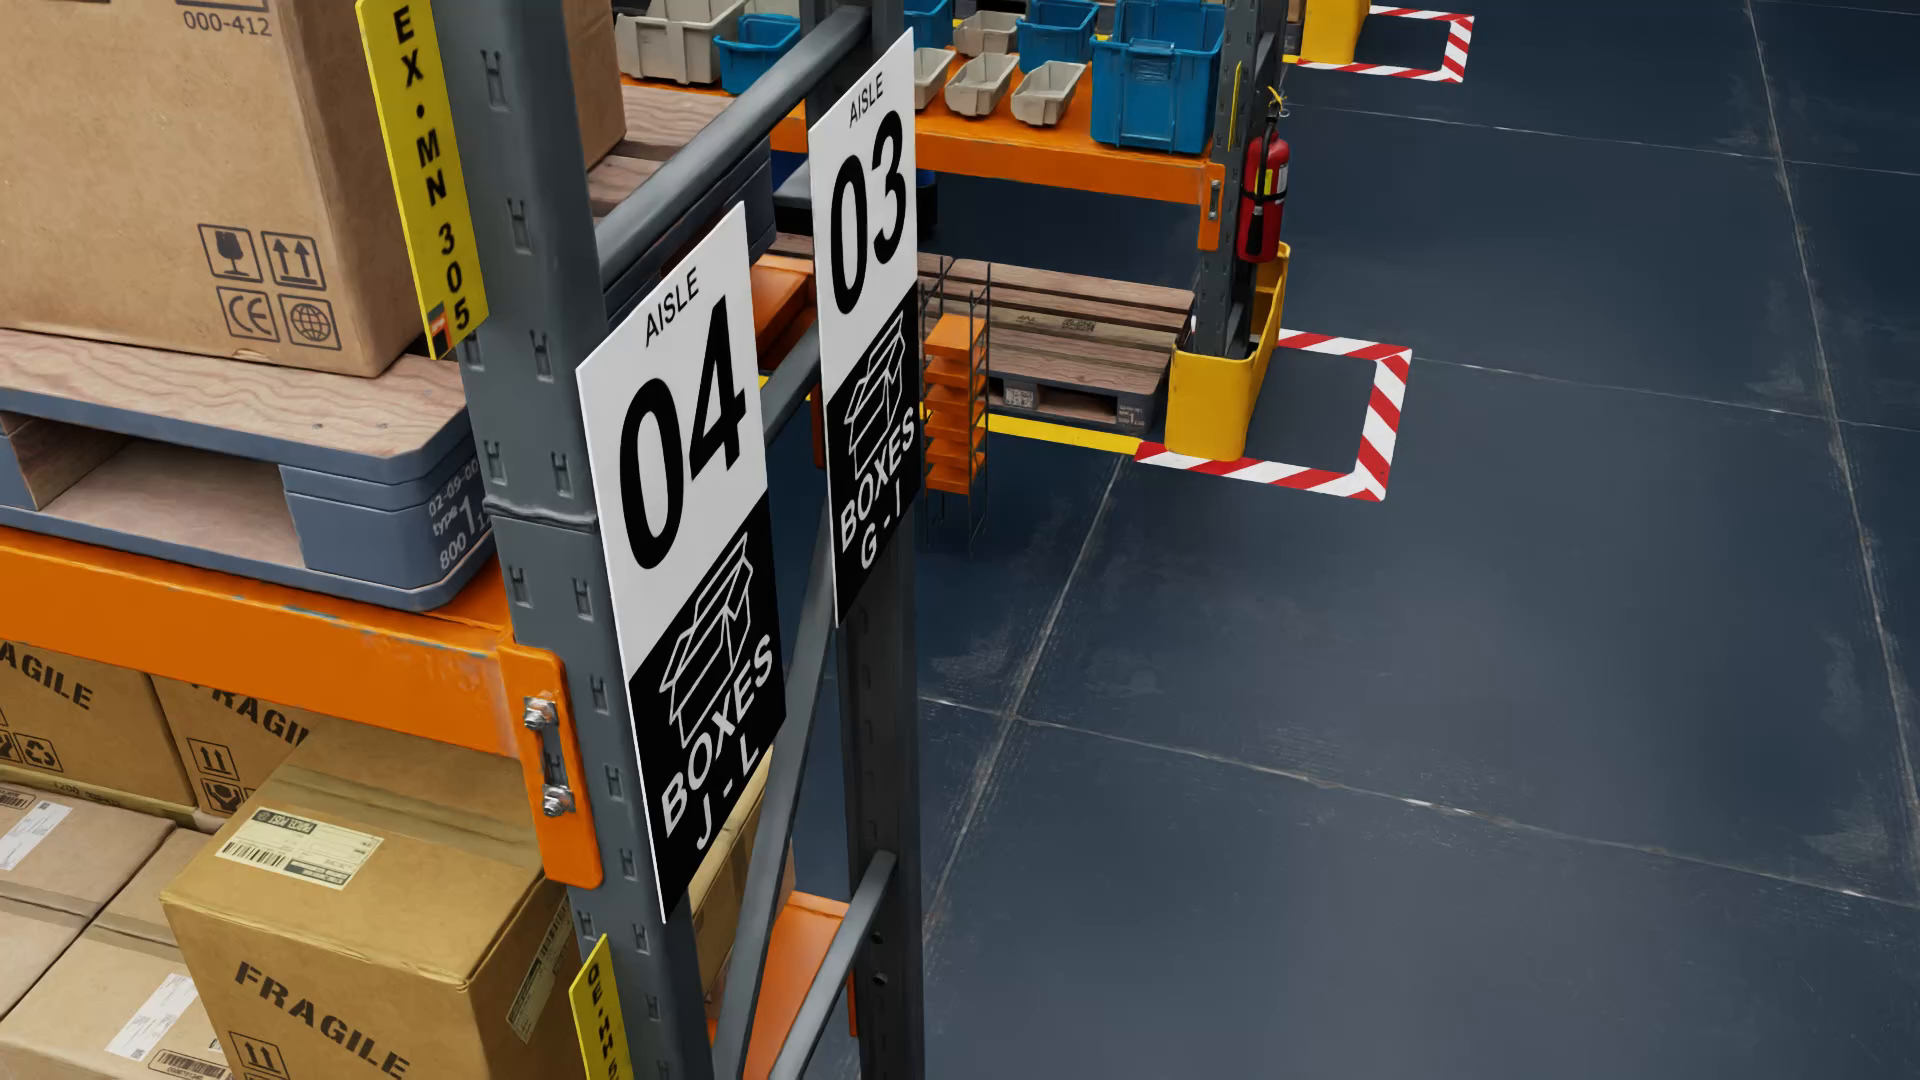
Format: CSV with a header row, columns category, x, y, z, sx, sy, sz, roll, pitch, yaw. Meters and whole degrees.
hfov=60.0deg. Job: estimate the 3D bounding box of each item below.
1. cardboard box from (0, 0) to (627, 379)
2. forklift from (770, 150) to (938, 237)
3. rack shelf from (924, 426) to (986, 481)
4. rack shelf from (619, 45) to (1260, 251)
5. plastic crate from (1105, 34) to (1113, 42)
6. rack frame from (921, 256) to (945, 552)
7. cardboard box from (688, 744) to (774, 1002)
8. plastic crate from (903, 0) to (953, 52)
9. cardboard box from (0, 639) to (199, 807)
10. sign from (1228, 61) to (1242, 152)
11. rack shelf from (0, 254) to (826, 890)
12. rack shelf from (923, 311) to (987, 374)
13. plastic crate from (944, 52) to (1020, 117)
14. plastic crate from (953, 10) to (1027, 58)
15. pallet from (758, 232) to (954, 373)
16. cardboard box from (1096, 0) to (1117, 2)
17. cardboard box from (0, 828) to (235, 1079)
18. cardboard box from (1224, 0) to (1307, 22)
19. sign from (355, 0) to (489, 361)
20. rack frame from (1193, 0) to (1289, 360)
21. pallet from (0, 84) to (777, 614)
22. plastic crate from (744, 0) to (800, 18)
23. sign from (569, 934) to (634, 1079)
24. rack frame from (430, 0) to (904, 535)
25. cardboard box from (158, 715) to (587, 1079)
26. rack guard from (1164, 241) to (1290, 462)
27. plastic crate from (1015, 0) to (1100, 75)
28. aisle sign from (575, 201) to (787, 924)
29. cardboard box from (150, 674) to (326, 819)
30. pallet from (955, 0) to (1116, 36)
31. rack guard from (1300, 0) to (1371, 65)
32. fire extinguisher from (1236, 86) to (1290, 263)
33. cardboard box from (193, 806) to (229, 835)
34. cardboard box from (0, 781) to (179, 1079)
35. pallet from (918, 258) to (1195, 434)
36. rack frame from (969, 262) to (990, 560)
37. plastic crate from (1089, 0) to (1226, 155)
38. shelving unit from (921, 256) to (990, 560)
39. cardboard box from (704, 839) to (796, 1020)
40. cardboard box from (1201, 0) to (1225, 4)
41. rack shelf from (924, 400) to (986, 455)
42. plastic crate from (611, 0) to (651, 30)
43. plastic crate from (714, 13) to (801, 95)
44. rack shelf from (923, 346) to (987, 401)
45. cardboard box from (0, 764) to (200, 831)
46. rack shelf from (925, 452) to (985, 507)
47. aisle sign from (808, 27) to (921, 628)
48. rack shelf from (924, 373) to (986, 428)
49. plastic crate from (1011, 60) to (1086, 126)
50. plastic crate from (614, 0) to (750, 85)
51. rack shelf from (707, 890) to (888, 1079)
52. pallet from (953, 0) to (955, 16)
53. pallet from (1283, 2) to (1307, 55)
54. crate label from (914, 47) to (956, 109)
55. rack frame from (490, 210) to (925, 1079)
category,x,y,z,sx,sy,sz,roll,pitch,yaw
cardboard box,-0.797,-0.611,1.996,0.500,0.500,0.700,8,37,11
forklift,-0.953,-3.600,9.169,1.130,2.935,3.031,-8,37,-11
rack shelf,-0.014,-0.353,6.495,0.180,0.103,0.258,10,38,14
rack shelf,-0.717,-1.958,7.486,4.000,0.370,1.077,10,38,14
plastic crate,0.773,-2.145,7.306,0.298,0.136,0.250,10,38,14
rack frame,-0.101,-0.502,6.420,0.006,1.200,0.240,10,38,14
cardboard box,-0.662,0.612,3.264,0.500,0.250,0.500,10,37,13
plastic crate,-0.202,-2.313,7.453,0.300,0.233,0.416,10,38,14
cardboard box,-1.636,0.133,3.282,0.500,0.500,0.500,10,37,13
sign,1.044,-1.645,6.317,0.005,0.325,0.100,10,38,14
rack shelf,-2.194,-0.363,2.789,4.000,0.370,1.077,10,38,14
rack shelf,-0.014,-0.740,6.211,0.180,0.103,0.258,10,38,14
plastic crate,0.087,-1.913,6.990,0.243,0.136,0.396,10,38,14
plastic crate,0.126,-2.265,7.469,0.298,0.136,0.250,10,38,14
pallet,-0.744,-1.155,8.141,1.213,0.211,1.003,10,38,14
cardboard box,1.182,-3.907,11.477,0.500,0.250,0.500,10,38,14
cardboard box,-1.310,0.824,2.976,0.500,0.250,0.500,10,37,13
cardboard box,2.080,-3.823,11.151,0.500,0.500,0.500,10,38,14
sign,-0.460,-0.320,1.443,0.005,0.325,0.100,10,38,14
rack frame,1.192,-1.894,6.793,0.127,3.000,1.000,10,38,14
pallet,-0.996,-0.389,2.292,1.213,0.211,1.003,10,38,14
plastic crate,-0.874,-2.381,7.626,0.466,0.136,0.293,10,38,14
sign,-0.460,0.651,2.158,0.005,0.325,0.100,10,38,14
rack frame,-0.285,-1.508,1.207,0.127,3.000,1.000,10,38,14
cardboard box,-0.828,0.610,2.634,0.500,0.500,0.500,11,38,14
rack guard,1.219,-0.890,7.538,0.348,0.500,1.175,10,38,14
plastic crate,0.426,-2.197,7.295,0.300,0.233,0.416,10,38,14
aisle sign,-0.305,0.044,1.967,0.004,0.787,0.394,10,38,14
cardboard box,-1.140,0.221,3.162,0.500,0.500,0.500,10,37,13
pallet,0.678,-3.943,11.930,1.213,0.211,1.003,10,38,14
rack guard,2.600,-3.703,11.359,0.348,0.500,1.175,10,38,14
fire extinguisher,1.201,-1.429,6.540,0.183,0.674,0.296,10,38,14
cardboard box,-1.161,0.523,3.384,0.500,0.250,0.500,10,38,13
cardboard box,-1.796,0.734,3.098,0.500,0.250,0.500,9,37,12
pallet,0.417,-0.939,7.847,1.213,0.211,1.003,10,38,14
rack frame,0.074,-0.470,6.376,0.006,1.200,0.240,10,38,14
plastic crate,0.817,-1.886,6.701,0.499,0.435,0.616,10,38,14
shelving unit,-0.014,-0.486,6.398,0.189,1.200,0.258,10,38,14
cardboard box,-0.525,0.760,3.398,0.250,0.149,0.380,11,38,14
cardboard box,1.721,-3.811,11.417,0.250,0.166,0.380,10,38,14
rack shelf,-0.014,-0.450,6.424,0.180,0.103,0.258,10,38,14
plastic crate,-1.477,-2.468,7.755,0.590,0.125,0.437,10,38,14
plastic crate,-0.845,-2.069,7.121,0.300,0.233,0.416,10,38,14
rack shelf,-0.014,-0.643,6.282,0.180,0.103,0.258,10,38,14
cardboard box,-1.639,0.433,3.507,0.500,0.250,0.500,9,37,12
rack shelf,-0.014,-0.257,6.566,0.180,0.103,0.258,10,38,14
aisle sign,-0.127,-0.295,2.428,0.004,0.787,0.394,10,38,14
rack shelf,-0.014,-0.547,6.353,0.180,0.103,0.258,10,38,14
plastic crate,0.360,-1.853,6.910,0.243,0.136,0.396,10,38,14
plastic crate,-1.223,-2.203,7.262,0.530,0.282,0.437,10,38,14
rack shelf,-2.194,0.845,3.679,4.000,0.370,1.077,10,38,14
pallet,-0.490,-4.158,12.221,1.213,0.211,1.003,10,38,14
pallet,1.839,-3.726,11.635,1.213,0.211,1.003,10,38,14
crate label,-0.186,-1.948,7.038,0.243,0.136,0.396,10,38,14
rack frame,-0.285,0.909,2.985,0.127,3.000,1.000,10,38,14
